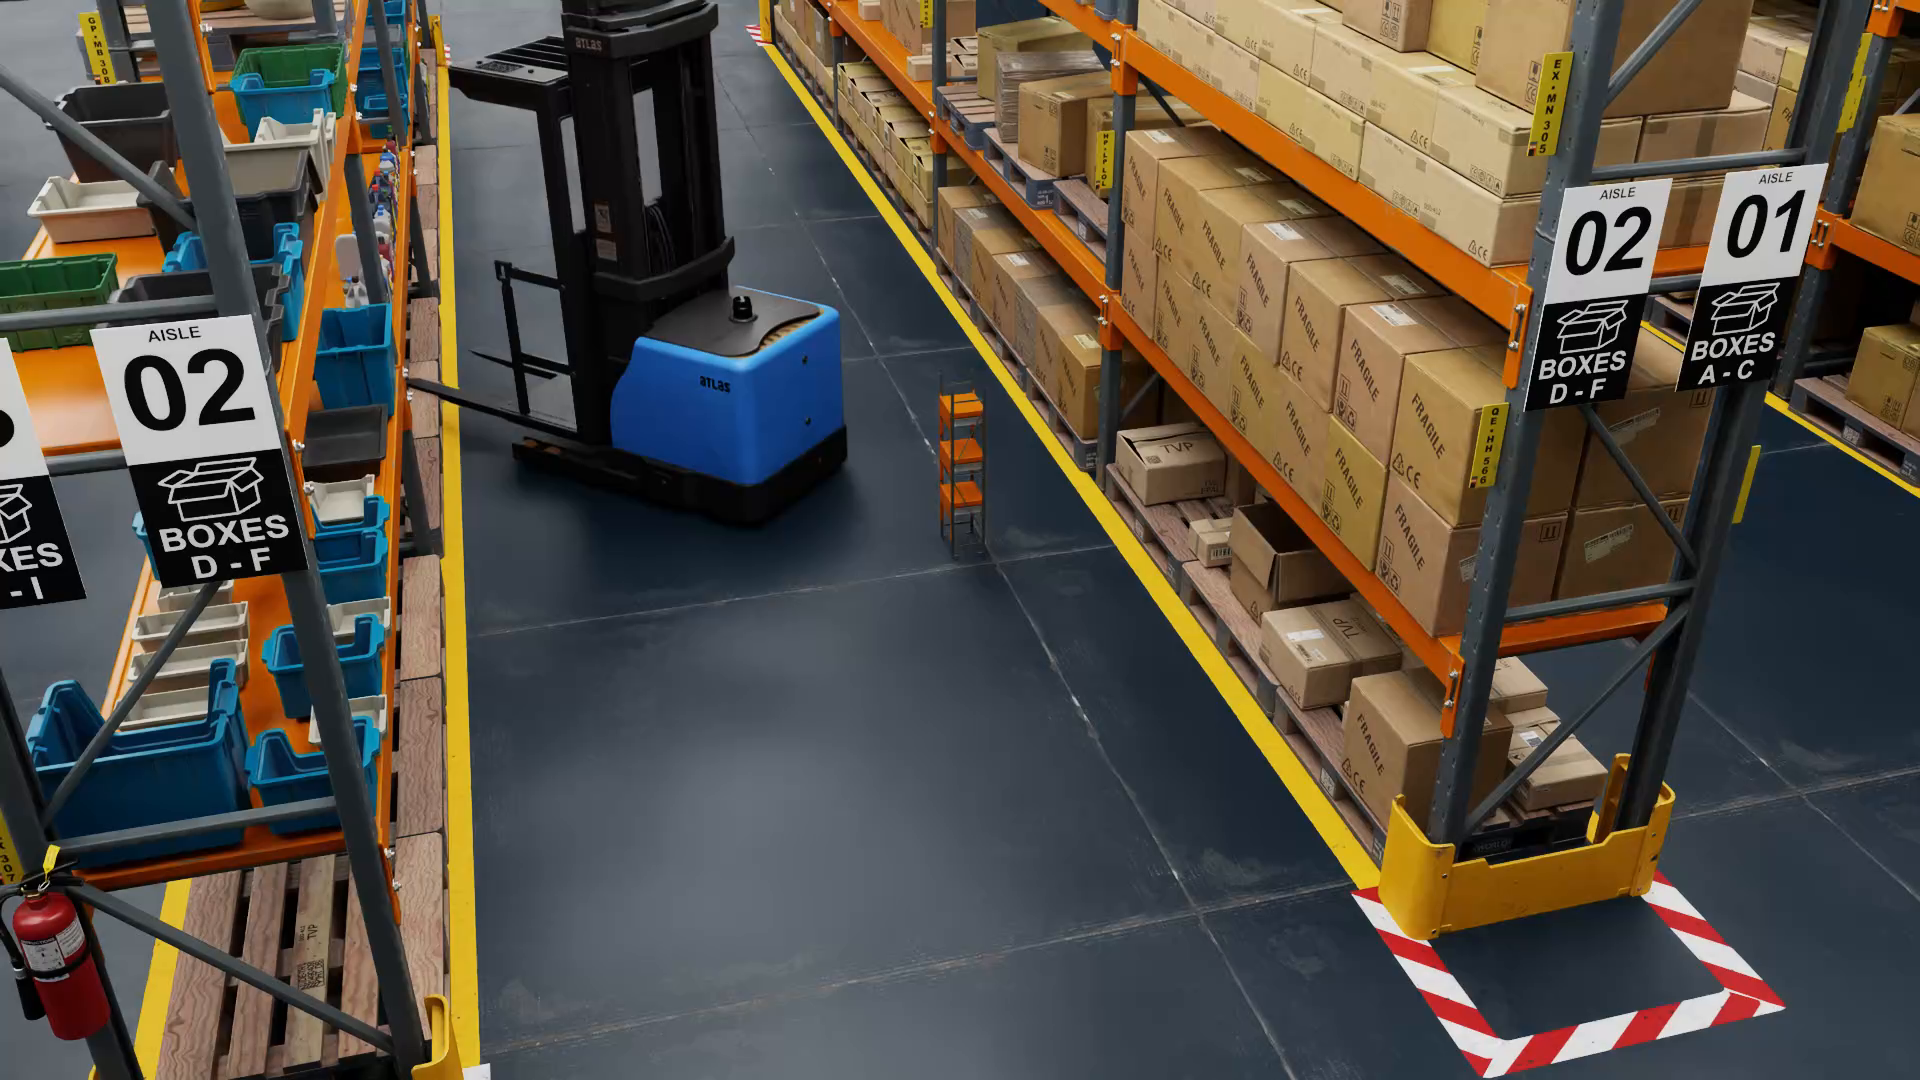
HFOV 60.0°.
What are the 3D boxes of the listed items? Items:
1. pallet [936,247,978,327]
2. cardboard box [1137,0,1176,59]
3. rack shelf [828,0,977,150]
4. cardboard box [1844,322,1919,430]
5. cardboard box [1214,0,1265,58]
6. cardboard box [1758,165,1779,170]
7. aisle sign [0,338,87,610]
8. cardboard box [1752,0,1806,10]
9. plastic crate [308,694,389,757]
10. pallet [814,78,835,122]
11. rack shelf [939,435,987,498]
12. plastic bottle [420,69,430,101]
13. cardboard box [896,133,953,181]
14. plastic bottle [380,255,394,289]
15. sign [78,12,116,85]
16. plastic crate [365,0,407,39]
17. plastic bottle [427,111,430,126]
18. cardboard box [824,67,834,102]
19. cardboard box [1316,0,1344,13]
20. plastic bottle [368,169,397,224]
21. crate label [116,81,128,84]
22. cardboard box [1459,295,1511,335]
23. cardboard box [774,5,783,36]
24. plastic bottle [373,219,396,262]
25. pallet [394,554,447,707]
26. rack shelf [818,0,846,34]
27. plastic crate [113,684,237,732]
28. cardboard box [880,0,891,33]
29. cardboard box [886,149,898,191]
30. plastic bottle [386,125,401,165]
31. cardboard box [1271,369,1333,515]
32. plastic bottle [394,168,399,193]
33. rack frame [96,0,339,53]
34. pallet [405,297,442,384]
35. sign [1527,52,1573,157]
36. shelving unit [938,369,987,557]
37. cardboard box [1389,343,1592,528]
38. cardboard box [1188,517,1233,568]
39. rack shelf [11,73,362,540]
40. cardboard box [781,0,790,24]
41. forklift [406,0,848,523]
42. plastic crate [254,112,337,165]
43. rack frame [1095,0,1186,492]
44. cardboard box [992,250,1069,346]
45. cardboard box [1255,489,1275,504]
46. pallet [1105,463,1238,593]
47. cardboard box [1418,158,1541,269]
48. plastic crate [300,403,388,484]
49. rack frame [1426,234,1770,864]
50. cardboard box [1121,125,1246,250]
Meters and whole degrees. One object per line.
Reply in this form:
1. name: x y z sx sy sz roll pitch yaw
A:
1. pallet: 0.441 -2.048 13.077 1.003 0.211 1.213 -8 31 -13
2. cardboard box: 1.232 -2.654 8.496 0.500 0.250 0.500 -8 31 -13
3. rack shelf: -0.252 -4.275 14.859 1.077 0.370 4.000 -8 31 -13
4. cardboard box: 6.216 -1.074 10.687 0.700 0.500 0.500 -7 31 -13
5. cardboard box: 1.486 -2.386 7.534 0.500 0.250 0.500 -8 31 -13
6. cardboard box: 5.664 -2.493 11.293 0.380 0.149 0.250 -7 31 -12
7. aisle sign: -2.637 -0.151 4.421 0.394 0.787 0.004 -8 31 -13
8. cardboard box: 5.828 -3.856 12.253 0.500 0.250 0.500 -9 31 -14
9. plastic crate: -2.127 0.660 5.819 0.250 0.136 0.298 -8 31 -13
10. pallet: -0.953 -4.735 17.719 1.003 0.211 1.213 -8 31 -13
11. rack shelf: 0.014 -0.419 9.448 0.215 0.259 0.240 -8 31 -13
12. plastic bottle: -5.536 -4.681 17.047 0.144 0.351 0.185 -8 31 -14
13. cardboard box: -0.241 -3.325 14.266 0.500 0.311 0.500 -8 31 -14
14. plastic bottle: -3.344 -1.550 9.632 0.097 0.201 0.097 0 30 0
15. sign: -3.967 -2.261 7.659 0.100 0.325 0.005 -8 31 -13
16. plastic crate: -4.966 -4.397 14.368 0.392 0.384 0.575 -8 31 -13
17. plastic bottle: -5.248 -4.136 16.255 0.097 0.201 0.097 0 30 0
18. cardboard box: -1.116 -4.739 17.268 0.500 0.250 0.500 -8 31 -13
19. cardboard box: 1.921 -2.510 7.000 0.700 0.500 0.500 -8 31 -13
20. plastic bottle: -3.673 -2.169 10.552 0.144 0.351 0.185 -8 31 -13
21. crate label: -3.584 -1.941 7.377 0.293 0.136 0.466 -8 31 -13
22. cardboard box: 2.393 -0.733 6.924 0.500 0.500 0.500 -8 31 -13
23. cardboard box: -1.916 -6.187 19.770 0.500 0.250 0.500 -8 31 -13
24. plastic bottle: -3.499 -1.811 10.008 0.152 0.276 0.135 -8 31 -13
25. pallet: -3.203 0.525 8.631 1.003 0.211 1.213 -8 31 -13
26. rack shelf: -1.313 -6.207 18.197 1.077 0.370 4.000 -8 31 -13
27. plastic crate: -2.765 0.619 5.890 0.396 0.136 0.243 -8 31 -13
28. cardboard box: -0.454 -4.968 15.239 0.500 0.500 0.500 -6 31 -10
29. cardboard box: -0.366 -3.325 14.826 0.500 0.250 0.500 -7 31 -12
30. plastic bottle: -3.979 -2.774 11.665 0.061 0.283 0.133 -8 31 -13
31. cardboard box: 1.753 -0.471 7.470 0.500 0.500 0.500 -8 31 -13
32. plastic bottle: -3.827 -2.428 11.149 0.097 0.201 0.097 0 30 0
33. rack frame: -3.436 -3.628 7.035 1.000 3.000 0.127 -8 31 -13
34. pallet: -4.248 -1.381 11.925 1.003 0.211 1.213 -8 31 -13
35. sign: 1.862 -1.374 5.251 0.100 0.325 0.005 -8 31 -13
36. shelving unit: 0.014 -0.429 9.442 0.215 1.050 0.252 -8 31 -13
37. cardboard box: 2.019 -0.411 6.367 0.500 0.500 0.500 -8 31 -14
38. cardboard box: 1.483 -0.004 9.152 0.380 0.166 0.250 -8 31 -13
39. rack shelf: -2.905 -1.052 6.297 1.077 0.370 4.000 -8 31 -13
40. cardboard box: -1.782 -6.270 19.166 0.500 0.500 0.500 -8 31 -13
41. forklift: -2.245 -1.900 10.107 3.031 2.935 1.130 16 34 26
42. plastic crate: -2.731 -1.652 6.878 0.293 0.136 0.466 -8 31 -13
43. rack frame: 1.341 -1.688 9.672 1.000 3.000 0.127 -8 31 -13
44. cardboard box: 0.541 -1.724 11.791 0.500 0.500 0.500 -9 31 -15
45. cardboard box: 1.965 -0.115 9.200 0.500 0.311 0.500 -8 31 -13
46. pallet: 1.522 -0.149 9.798 1.003 0.211 1.213 -8 31 -13
47. cardboard box: 2.012 -1.203 5.989 0.500 0.250 0.500 -8 31 -13
48. plastic crate: -2.880 -0.433 7.719 0.437 0.125 0.590 -8 31 -13
49. rack frame: 2.403 0.244 6.335 1.000 3.000 0.127 -8 31 -13
50. cardboard box: 1.195 -1.899 8.939 0.500 0.500 0.500 -7 31 -12
